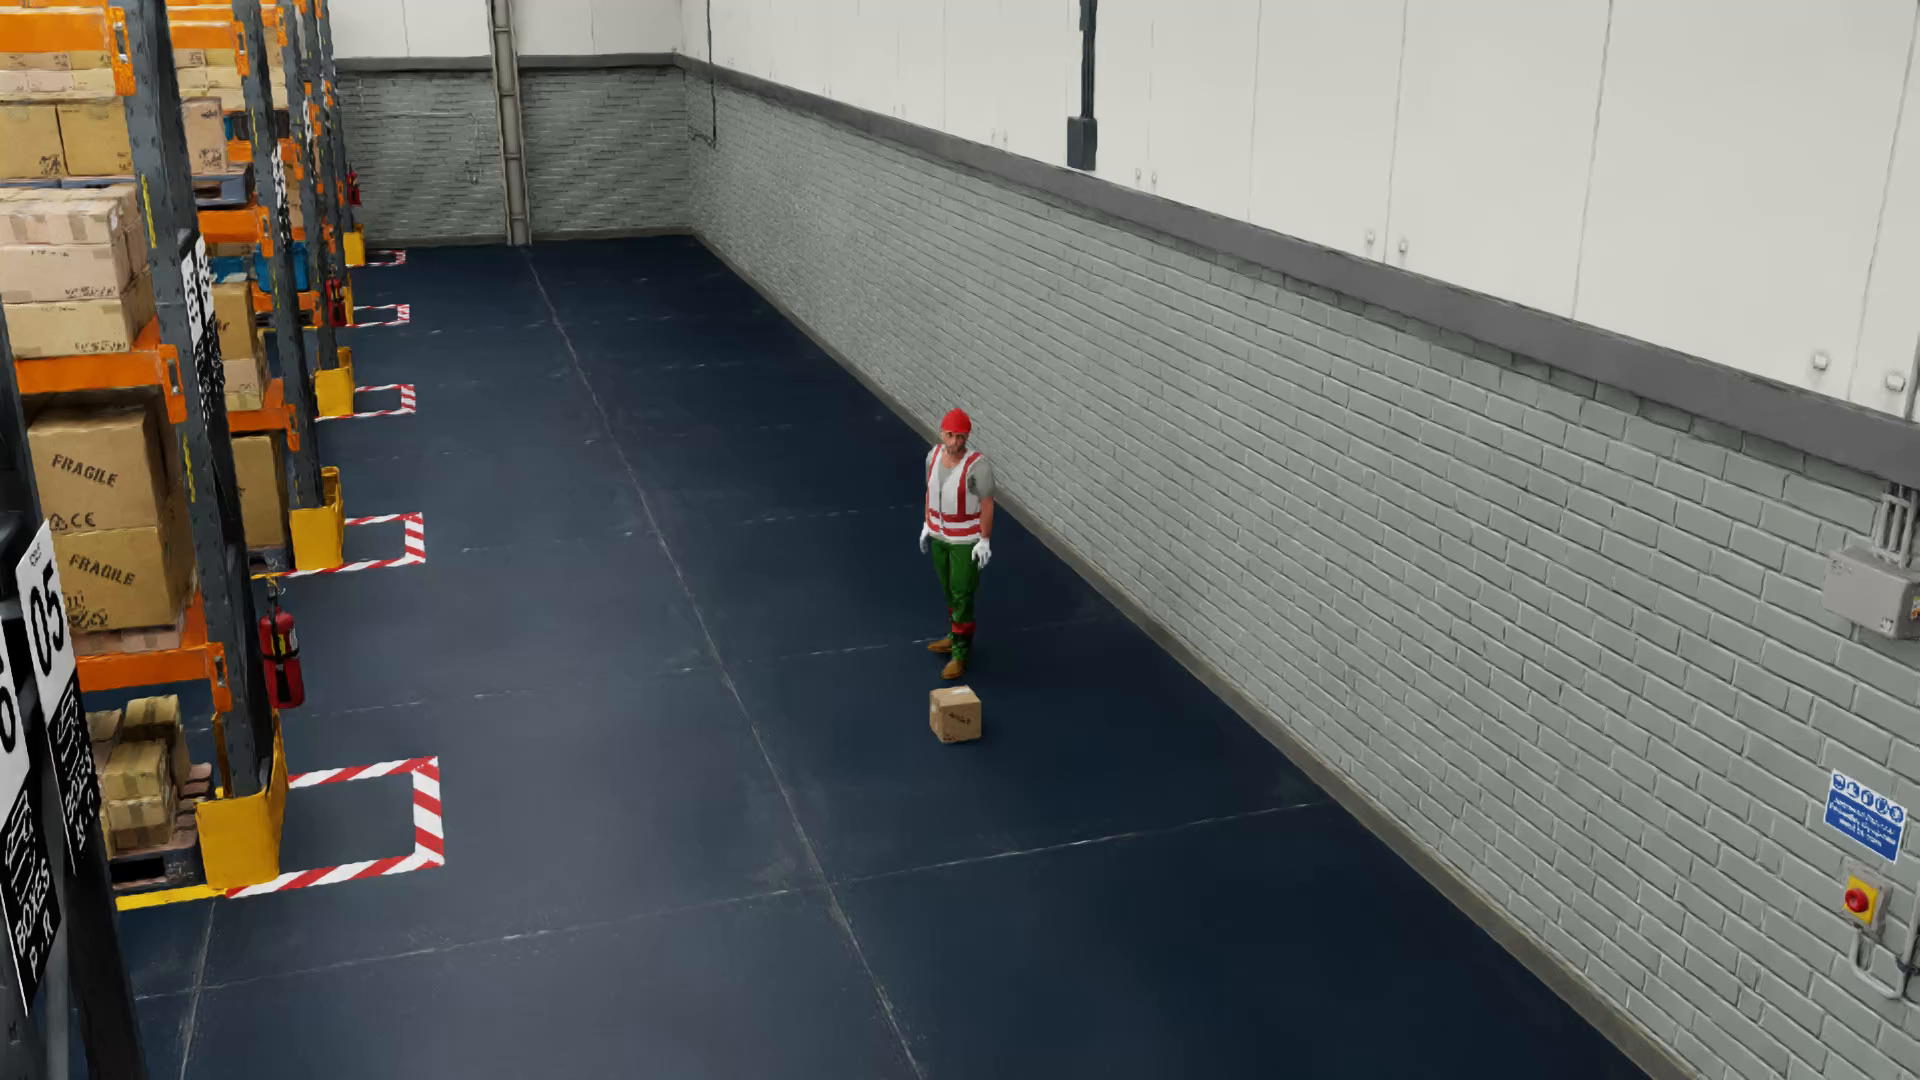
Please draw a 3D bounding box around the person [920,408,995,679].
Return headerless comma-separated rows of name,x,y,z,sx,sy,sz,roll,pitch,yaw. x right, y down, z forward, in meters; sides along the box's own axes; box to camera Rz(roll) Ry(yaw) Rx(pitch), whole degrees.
person,-0.042,-0.009,11.035,0.548,1.793,0.524,17,25,40
